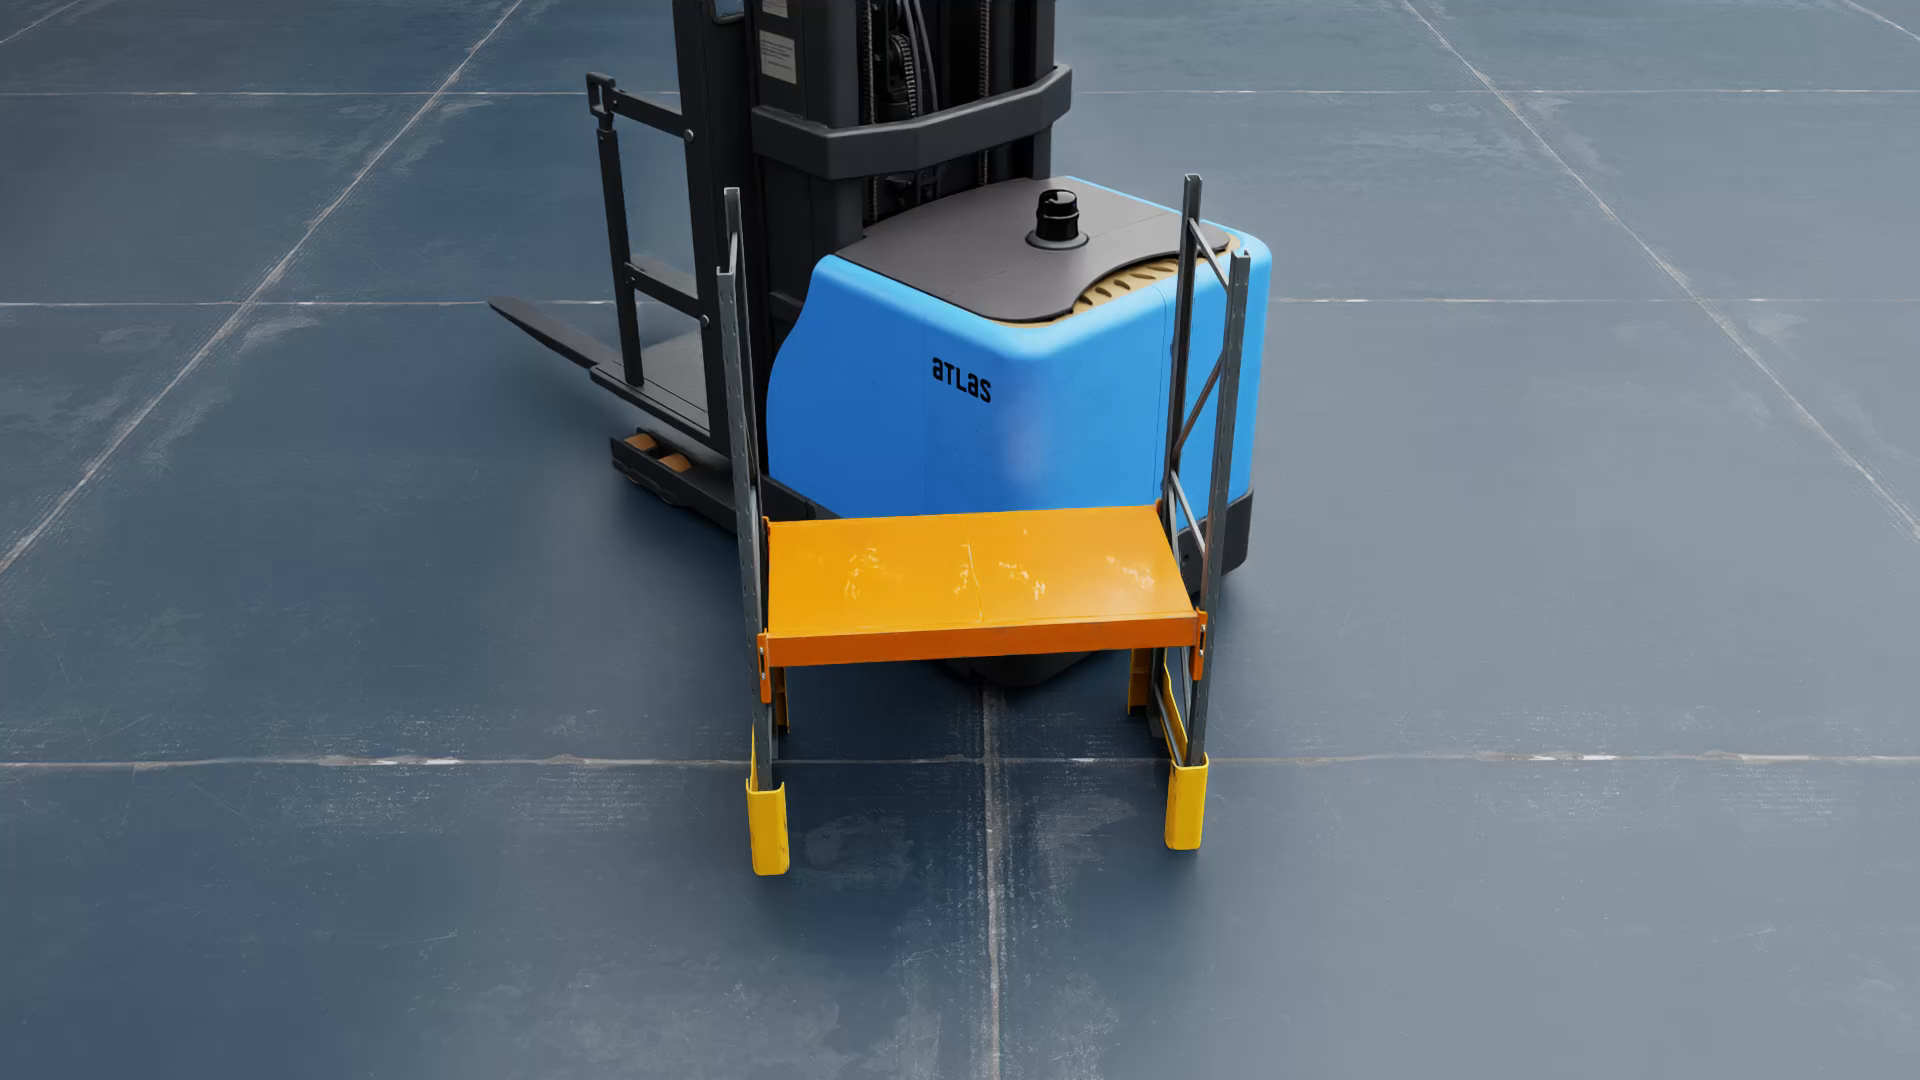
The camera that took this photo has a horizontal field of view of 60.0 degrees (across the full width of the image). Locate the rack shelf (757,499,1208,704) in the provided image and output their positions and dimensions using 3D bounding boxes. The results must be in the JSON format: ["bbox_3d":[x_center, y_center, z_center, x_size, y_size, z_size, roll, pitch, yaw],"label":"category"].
[{"bbox_3d":[0.031,0.132,3.934,1.000,0.185,0.538,-3,31,-4],"label":"rack shelf"}]

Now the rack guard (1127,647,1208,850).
[{"bbox_3d":[0.518,0.490,4.202,0.087,0.250,0.587,-3,31,-4],"label":"rack guard"}]

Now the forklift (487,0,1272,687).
[{"bbox_3d":[-0.513,-1.530,4.946,1.130,2.935,3.031,-26,40,-36],"label":"forklift"}]

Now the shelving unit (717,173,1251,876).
[{"bbox_3d":[0.022,-0.022,3.840,1.083,1.500,0.587,-3,31,-4],"label":"shelving unit"}]

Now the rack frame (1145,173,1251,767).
[{"bbox_3d":[0.538,-0.045,3.879,0.032,1.500,0.500,-3,31,-4],"label":"rack frame"}]

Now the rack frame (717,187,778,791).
[{"bbox_3d":[-0.475,0.001,3.802,0.032,1.500,0.500,-3,31,-4],"label":"rack frame"}]

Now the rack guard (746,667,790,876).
[{"bbox_3d":[-0.474,0.536,4.126,0.087,0.250,0.587,-3,31,-4],"label":"rack guard"}]
